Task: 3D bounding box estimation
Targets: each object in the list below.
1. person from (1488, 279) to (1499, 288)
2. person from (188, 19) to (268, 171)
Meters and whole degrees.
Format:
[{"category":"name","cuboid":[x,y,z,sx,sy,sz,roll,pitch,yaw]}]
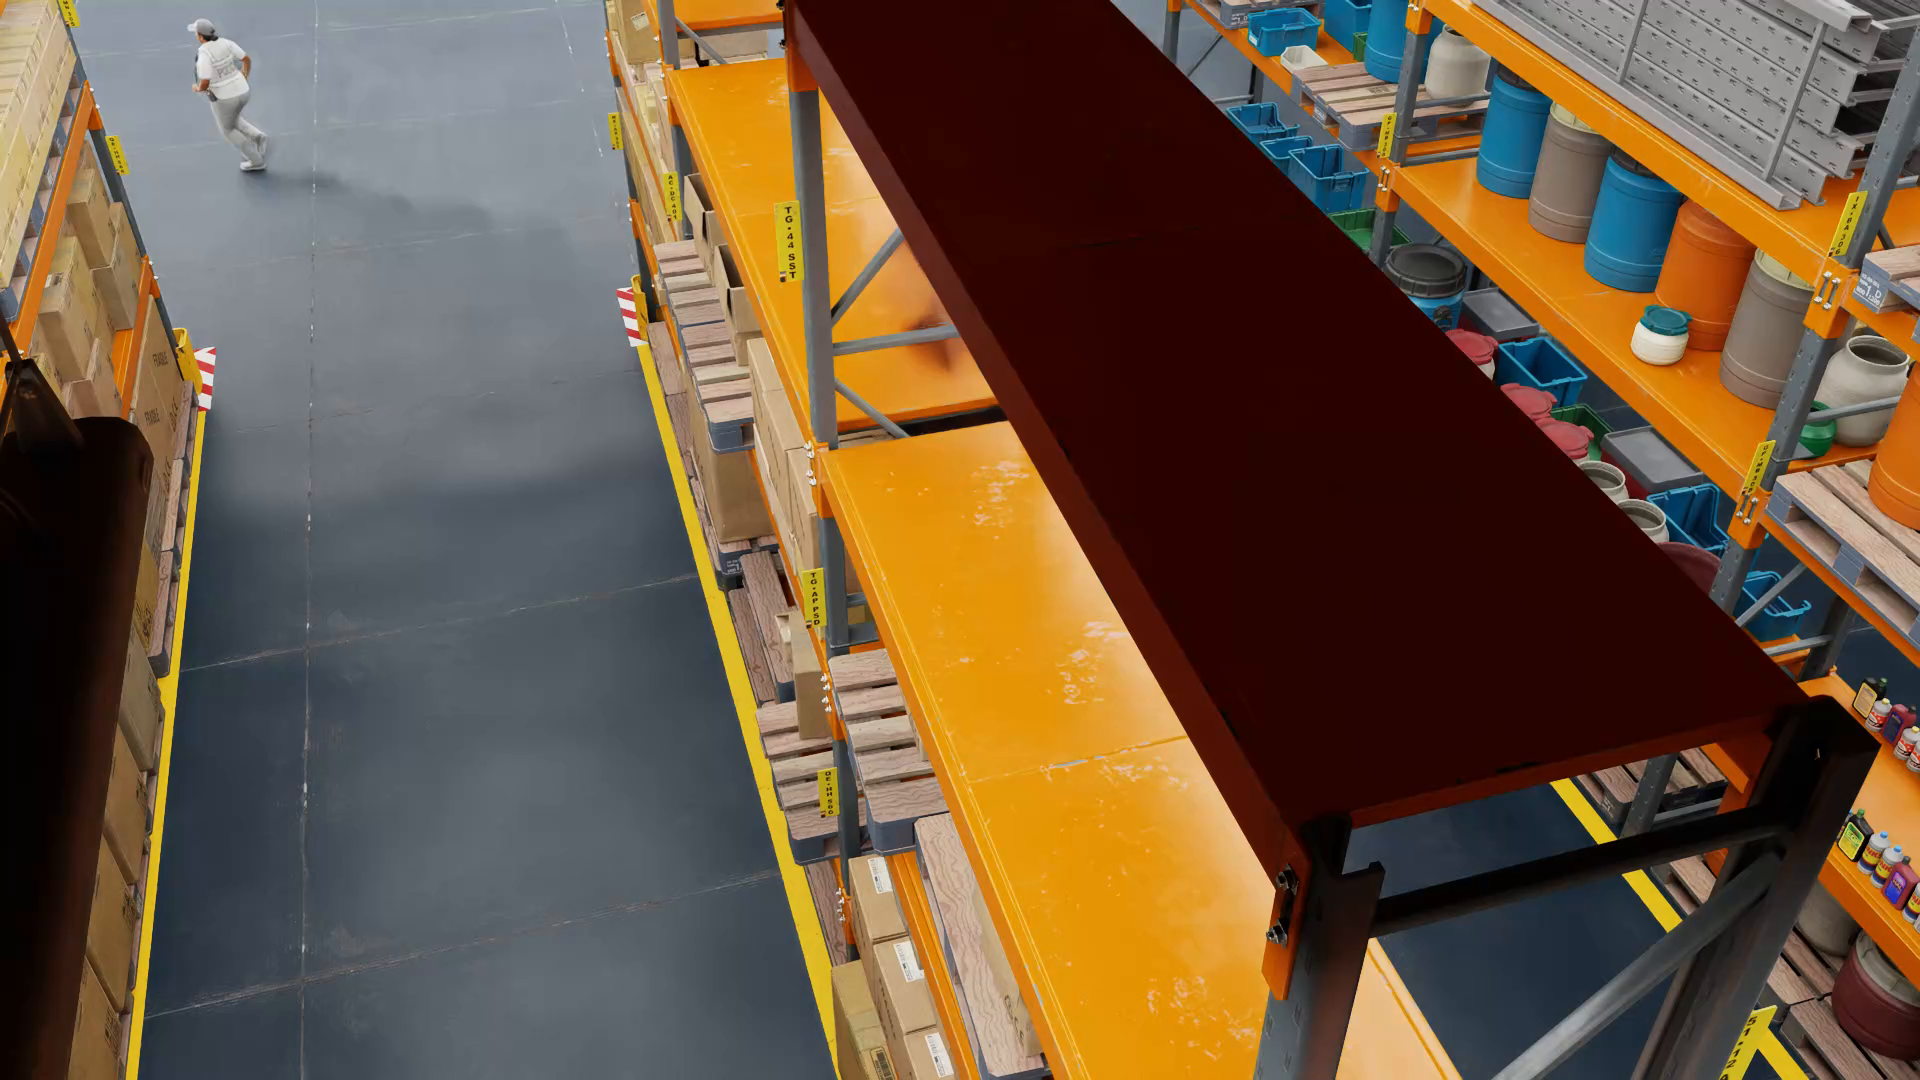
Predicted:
[{"category":"person","cuboid":[4.775,-2.469,14.620,0.559,1.644,0.586,-15,41,-18]},{"category":"person","cuboid":[-7.723,-4.675,17.426,0.572,1.616,0.592,11,40,14]}]
